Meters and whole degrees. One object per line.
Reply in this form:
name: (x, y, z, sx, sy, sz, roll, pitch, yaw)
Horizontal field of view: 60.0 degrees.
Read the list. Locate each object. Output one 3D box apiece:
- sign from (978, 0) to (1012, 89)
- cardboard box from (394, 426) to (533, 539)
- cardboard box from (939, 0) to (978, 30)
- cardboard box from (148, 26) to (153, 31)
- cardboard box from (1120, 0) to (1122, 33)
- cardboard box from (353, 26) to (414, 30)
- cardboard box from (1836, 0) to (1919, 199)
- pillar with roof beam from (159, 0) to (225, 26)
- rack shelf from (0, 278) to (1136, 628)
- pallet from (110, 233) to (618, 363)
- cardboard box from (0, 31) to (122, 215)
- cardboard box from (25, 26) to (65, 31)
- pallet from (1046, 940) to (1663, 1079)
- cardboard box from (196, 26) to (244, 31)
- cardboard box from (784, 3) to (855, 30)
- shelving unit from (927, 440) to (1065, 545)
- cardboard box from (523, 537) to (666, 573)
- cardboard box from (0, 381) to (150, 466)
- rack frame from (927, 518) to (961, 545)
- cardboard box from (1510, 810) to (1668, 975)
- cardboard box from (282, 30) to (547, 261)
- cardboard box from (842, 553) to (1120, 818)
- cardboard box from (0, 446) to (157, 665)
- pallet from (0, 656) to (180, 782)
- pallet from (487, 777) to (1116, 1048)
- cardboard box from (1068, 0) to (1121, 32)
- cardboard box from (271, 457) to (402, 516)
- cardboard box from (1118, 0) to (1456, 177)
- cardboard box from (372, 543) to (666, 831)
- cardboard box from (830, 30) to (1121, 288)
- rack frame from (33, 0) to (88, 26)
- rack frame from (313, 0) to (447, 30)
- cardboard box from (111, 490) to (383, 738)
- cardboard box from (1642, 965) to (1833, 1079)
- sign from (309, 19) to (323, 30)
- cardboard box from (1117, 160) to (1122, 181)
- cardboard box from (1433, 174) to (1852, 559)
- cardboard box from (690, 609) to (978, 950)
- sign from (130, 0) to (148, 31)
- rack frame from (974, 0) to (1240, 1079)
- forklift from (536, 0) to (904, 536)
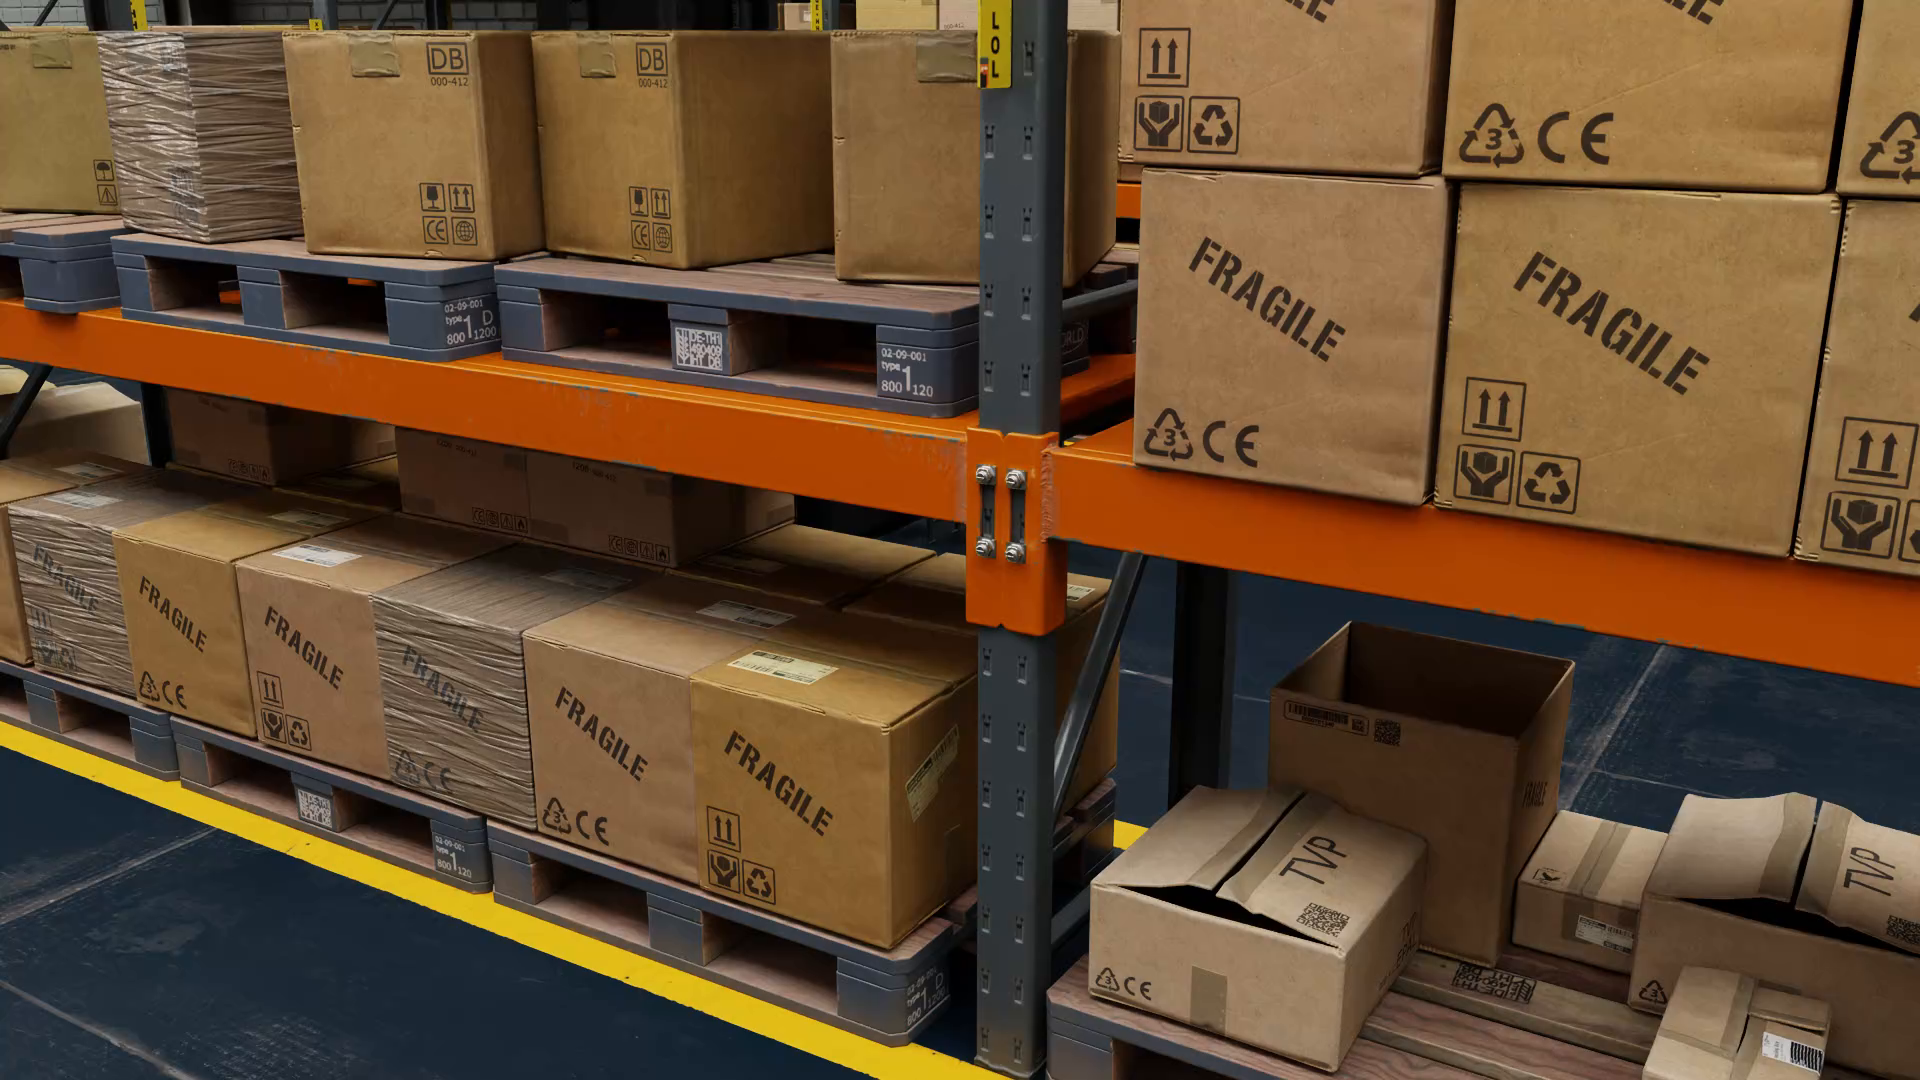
sign: (0.057, -0.900, 2.692, 0.005, 0.325, 0.100, 10, 20, 30)
cardboard box: (-1.220, -0.220, 4.697, 0.500, 0.250, 0.500, 10, 19, 29)
cardboard box: (0.235, -2.664, 8.482, 0.500, 0.250, 0.500, 10, 19, 29)
cardboard box: (-5.744, -3.453, 12.021, 0.500, 0.500, 0.500, 11, 20, 32)
cardboard box: (1.102, -2.513, 7.985, 0.500, 0.250, 0.500, 10, 19, 29)
cardboard box: (-4.175, -3.348, 11.676, 0.500, 0.500, 0.500, 10, 19, 29)
cardboard box: (1.476, -0.712, 2.173, 0.500, 0.500, 0.500, 9, 19, 28)
pillar with roof beam: (-8.496, -5.449, 9.337, 0.400, 9.000, 9.100, 10, 20, 30)
rack shelf: (-1.360, -0.444, 4.420, 4.000, 0.370, 1.077, 10, 20, 30)
pallet: (-1.405, -0.706, 4.375, 1.213, 0.211, 1.003, 10, 20, 30)
cardboard box: (-2.469, -1.273, 5.018, 0.500, 0.500, 0.700, 4, 17, 12)
cardboard box: (-6.627, -3.609, 12.534, 0.500, 0.500, 0.500, 10, 20, 30)
pallet: (0.929, 0.955, 3.375, 1.213, 0.211, 1.003, 10, 20, 30)
cardboard box: (-4.877, -3.295, 11.501, 0.500, 0.500, 0.500, 10, 20, 30)
cardboard box: (-0.785, -2.934, 9.333, 0.250, 0.149, 0.380, 7, 18, 23)
shelving unit: (0.141, -0.549, 6.624, 0.503, 1.200, 0.258, 10, 20, 30)
cardboard box: (-0.823, 0.211, 4.569, 0.500, 0.500, 0.500, 10, 20, 31)
cardboard box: (-3.357, -0.399, 6.076, 0.500, 0.311, 0.500, 11, 20, 32)
rack frame: (-0.067, -0.586, 6.746, 0.015, 1.200, 0.240, 10, 20, 30)
cardboard box: (1.329, 0.728, 3.472, 0.250, 0.149, 0.380, 10, 20, 30)
cardboard box: (-1.194, -0.986, 4.073, 0.500, 0.500, 0.700, 5, 18, 16)
cardboard box: (0.059, 0.367, 4.054, 0.500, 0.500, 0.500, 9, 19, 28)
cardboard box: (-2.826, 0.033, 5.156, 0.500, 0.500, 0.500, 11, 20, 32)
pallet: (-2.448, 0.365, 5.318, 1.213, 0.211, 1.003, 10, 20, 30)
pallet: (-0.369, 0.736, 4.096, 1.213, 0.211, 1.003, 10, 20, 30)
cardboard box: (0.663, -2.589, 8.235, 0.500, 0.250, 0.500, 10, 20, 30)
cardboard box: (-1.704, 0.056, 5.080, 0.500, 0.500, 0.500, 9, 19, 28)
cardboard box: (0.598, -0.869, 2.689, 0.500, 0.500, 0.500, 11, 20, 31)
cardboard box: (-1.070, 0.344, 4.133, 0.500, 0.500, 0.500, 10, 20, 31)
cardboard box: (0.057, -0.860, 3.658, 0.500, 0.500, 0.700, 4, 17, 12)
rack frame: (-7.292, -3.537, 13.364, 0.127, 3.000, 1.000, 10, 20, 30)
rack frame: (-3.884, -2.928, 11.361, 0.127, 3.000, 1.000, 10, 20, 30)
cardboard box: (-1.952, 0.189, 4.643, 0.500, 0.500, 0.500, 10, 19, 29)
cardboard box: (1.331, 0.908, 2.850, 0.250, 0.166, 0.380, 10, 20, 30)
sign: (-4.161, -3.207, 10.789, 0.005, 0.325, 0.100, 10, 20, 30)
cardboard box: (0.795, -1.913, 8.416, 0.250, 0.149, 0.380, 10, 20, 31)
cardboard box: (1.074, -0.310, 2.568, 0.500, 0.500, 0.500, 11, 20, 31)
cardboard box: (-0.226, 0.497, 3.627, 0.500, 0.500, 0.500, 10, 20, 30)
sign: (-2.789, -1.745, 5.608, 0.005, 0.325, 0.100, 10, 20, 30)
rack frame: (0.344, -0.484, 3.314, 0.127, 3.000, 1.000, 10, 20, 30)
forklift: (-1.589, -1.643, 7.246, 3.031, 2.935, 1.130, 9, 19, 26)
